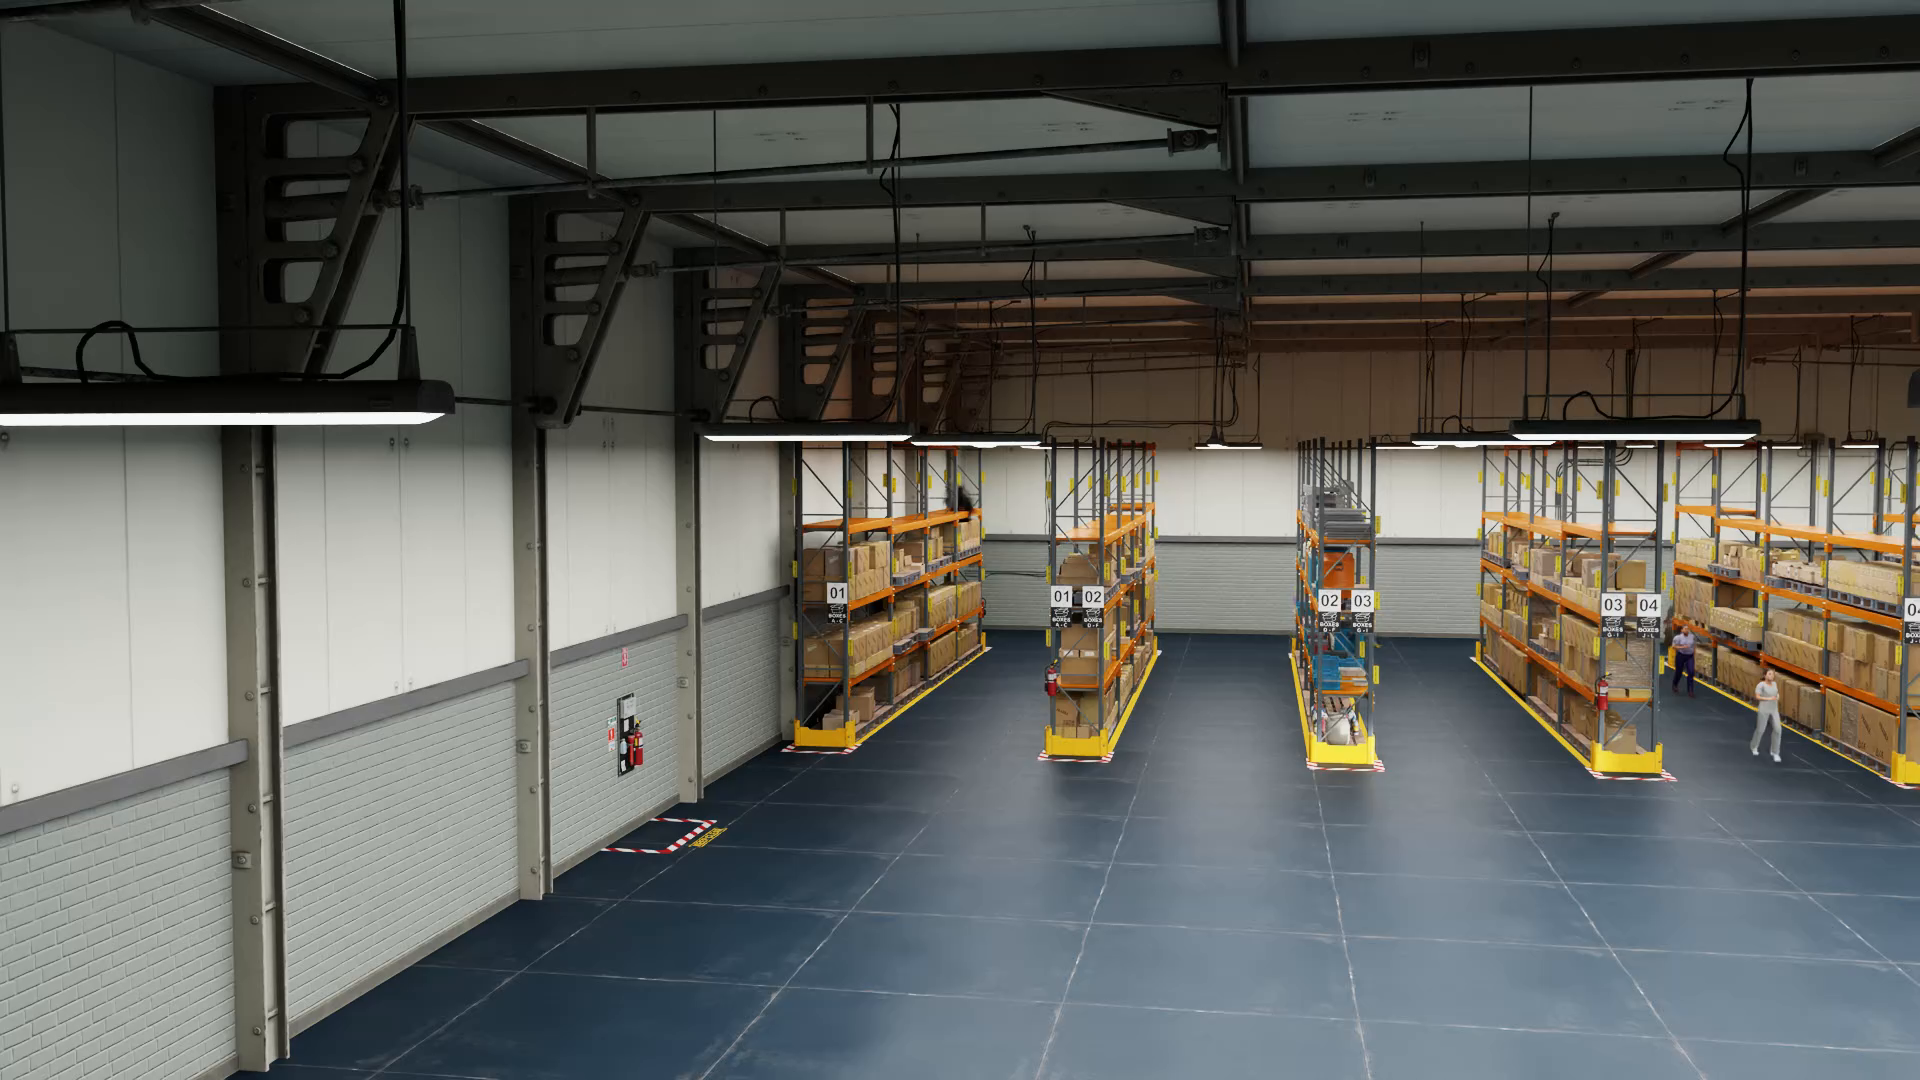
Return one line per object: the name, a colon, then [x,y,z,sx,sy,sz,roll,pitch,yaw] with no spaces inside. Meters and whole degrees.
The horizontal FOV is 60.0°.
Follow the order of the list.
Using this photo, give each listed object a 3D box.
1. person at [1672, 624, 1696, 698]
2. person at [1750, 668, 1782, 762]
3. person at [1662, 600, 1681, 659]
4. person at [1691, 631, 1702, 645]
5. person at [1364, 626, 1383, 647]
person: [17.026,2.816,39.112,0.624,1.677,0.874,0,3,4]
person: [15.033,3.240,31.006,0.554,1.737,0.797,0,3,-6]
person: [19.822,2.420,46.016,0.673,1.731,0.756,-1,3,-17]
person: [20.251,2.432,45.695,0.694,1.724,0.666,0,3,9]
person: [11.864,2.259,48.583,0.961,1.744,0.712,1,3,26]
